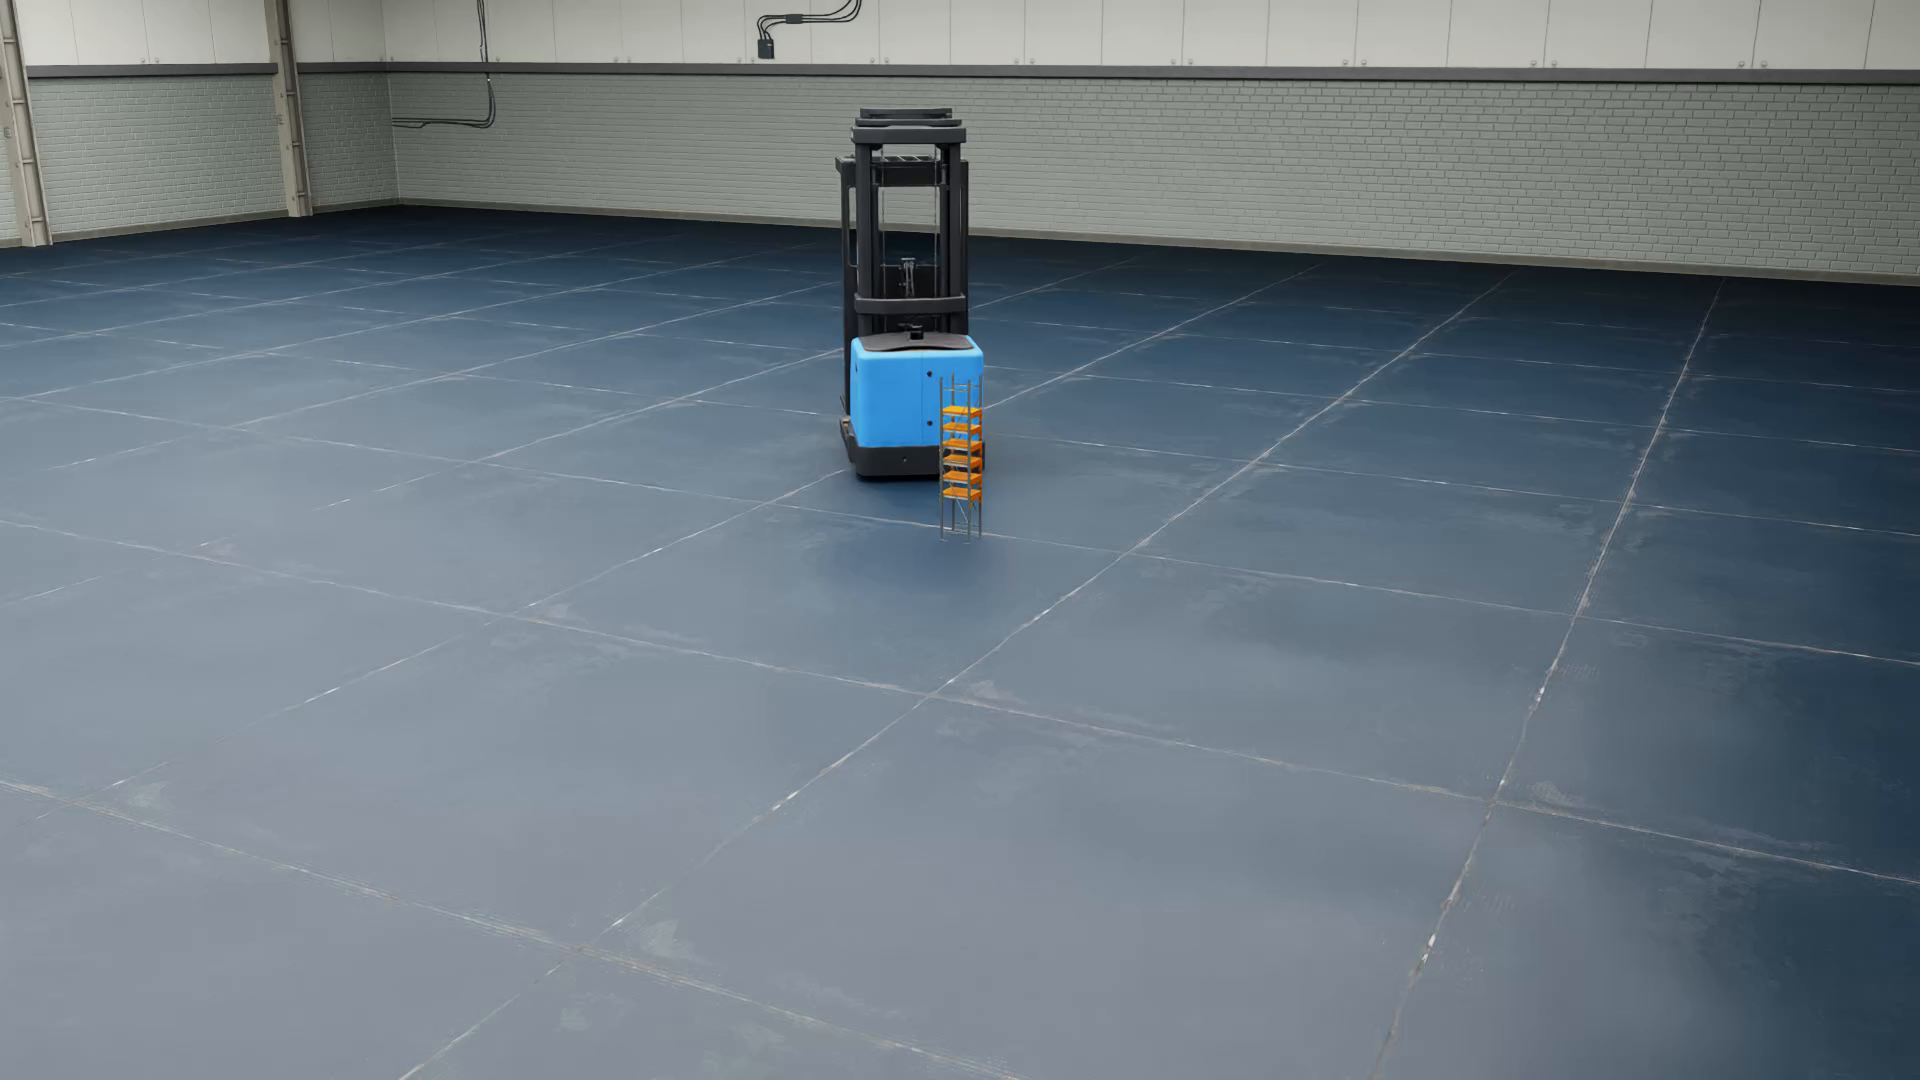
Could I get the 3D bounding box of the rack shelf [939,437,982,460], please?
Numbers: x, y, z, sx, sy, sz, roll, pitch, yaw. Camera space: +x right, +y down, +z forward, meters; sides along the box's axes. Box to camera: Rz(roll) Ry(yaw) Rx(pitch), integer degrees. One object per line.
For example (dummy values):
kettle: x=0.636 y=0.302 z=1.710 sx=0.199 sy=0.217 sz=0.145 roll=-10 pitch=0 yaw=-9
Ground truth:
rack shelf: x=0.006 y=-0.651 z=11.844 sx=0.258 sy=0.103 sz=0.180 roll=8 pitch=18 yaw=25

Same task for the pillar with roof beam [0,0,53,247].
pillar with roof beam: x=-12.705 y=-9.058 z=26.717 sx=9.100 sy=9.000 sz=0.400 roll=8 pitch=18 yaw=25

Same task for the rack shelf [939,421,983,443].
rack shelf: x=0.006 y=-0.766 z=11.810 sx=0.258 sy=0.103 sz=0.180 roll=8 pitch=18 yaw=25

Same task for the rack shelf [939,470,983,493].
rack shelf: x=0.006 y=-0.421 z=11.913 sx=0.258 sy=0.103 sz=0.180 roll=8 pitch=18 yaw=25

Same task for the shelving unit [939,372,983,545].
shelving unit: x=0.006 y=-0.579 z=11.866 sx=0.258 sy=1.200 sz=0.189 roll=8 pitch=18 yaw=25

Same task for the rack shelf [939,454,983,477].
rack shelf: x=0.006 y=-0.536 z=11.879 sx=0.258 sy=0.103 sz=0.180 roll=8 pitch=18 yaw=25

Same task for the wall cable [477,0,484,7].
wall cable: x=-8.956 y=-12.305 z=34.231 sx=3.097 sy=2.526 sz=0.112 roll=8 pitch=18 yaw=25

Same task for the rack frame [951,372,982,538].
rack frame: x=0.047 y=-0.602 z=11.944 sx=0.240 sy=1.200 sz=0.006 roll=8 pitch=18 yaw=25

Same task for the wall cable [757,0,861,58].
wall cable: x=-2.890 y=-12.135 z=31.102 sx=2.305 sy=6.003 sz=0.169 roll=8 pitch=18 yaw=25

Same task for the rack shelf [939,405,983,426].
rack shelf: x=0.006 y=-0.881 z=11.776 sx=0.258 sy=0.103 sz=0.180 roll=8 pitch=18 yaw=25

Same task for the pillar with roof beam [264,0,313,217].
pillar with roof beam: x=-10.024 y=-10.587 z=31.863 sx=9.100 sy=9.000 sz=0.400 roll=8 pitch=18 yaw=25

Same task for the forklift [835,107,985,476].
forklift: x=-0.503 y=-2.297 z=14.609 sx=1.130 sy=2.935 sz=3.031 roll=-2 pitch=17 yaw=-7

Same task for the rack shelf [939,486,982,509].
rack shelf: x=0.006 y=-0.306 z=11.947 sx=0.258 sy=0.103 sz=0.180 roll=8 pitch=18 yaw=25

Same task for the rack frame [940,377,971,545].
rack frame: x=-0.034 y=-0.556 z=11.787 sx=0.240 sy=1.200 sz=0.006 roll=8 pitch=18 yaw=25

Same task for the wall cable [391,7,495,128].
wall cable: x=-11.376 y=-10.228 z=36.109 sx=3.097 sy=2.526 sz=0.112 roll=8 pitch=18 yaw=25
